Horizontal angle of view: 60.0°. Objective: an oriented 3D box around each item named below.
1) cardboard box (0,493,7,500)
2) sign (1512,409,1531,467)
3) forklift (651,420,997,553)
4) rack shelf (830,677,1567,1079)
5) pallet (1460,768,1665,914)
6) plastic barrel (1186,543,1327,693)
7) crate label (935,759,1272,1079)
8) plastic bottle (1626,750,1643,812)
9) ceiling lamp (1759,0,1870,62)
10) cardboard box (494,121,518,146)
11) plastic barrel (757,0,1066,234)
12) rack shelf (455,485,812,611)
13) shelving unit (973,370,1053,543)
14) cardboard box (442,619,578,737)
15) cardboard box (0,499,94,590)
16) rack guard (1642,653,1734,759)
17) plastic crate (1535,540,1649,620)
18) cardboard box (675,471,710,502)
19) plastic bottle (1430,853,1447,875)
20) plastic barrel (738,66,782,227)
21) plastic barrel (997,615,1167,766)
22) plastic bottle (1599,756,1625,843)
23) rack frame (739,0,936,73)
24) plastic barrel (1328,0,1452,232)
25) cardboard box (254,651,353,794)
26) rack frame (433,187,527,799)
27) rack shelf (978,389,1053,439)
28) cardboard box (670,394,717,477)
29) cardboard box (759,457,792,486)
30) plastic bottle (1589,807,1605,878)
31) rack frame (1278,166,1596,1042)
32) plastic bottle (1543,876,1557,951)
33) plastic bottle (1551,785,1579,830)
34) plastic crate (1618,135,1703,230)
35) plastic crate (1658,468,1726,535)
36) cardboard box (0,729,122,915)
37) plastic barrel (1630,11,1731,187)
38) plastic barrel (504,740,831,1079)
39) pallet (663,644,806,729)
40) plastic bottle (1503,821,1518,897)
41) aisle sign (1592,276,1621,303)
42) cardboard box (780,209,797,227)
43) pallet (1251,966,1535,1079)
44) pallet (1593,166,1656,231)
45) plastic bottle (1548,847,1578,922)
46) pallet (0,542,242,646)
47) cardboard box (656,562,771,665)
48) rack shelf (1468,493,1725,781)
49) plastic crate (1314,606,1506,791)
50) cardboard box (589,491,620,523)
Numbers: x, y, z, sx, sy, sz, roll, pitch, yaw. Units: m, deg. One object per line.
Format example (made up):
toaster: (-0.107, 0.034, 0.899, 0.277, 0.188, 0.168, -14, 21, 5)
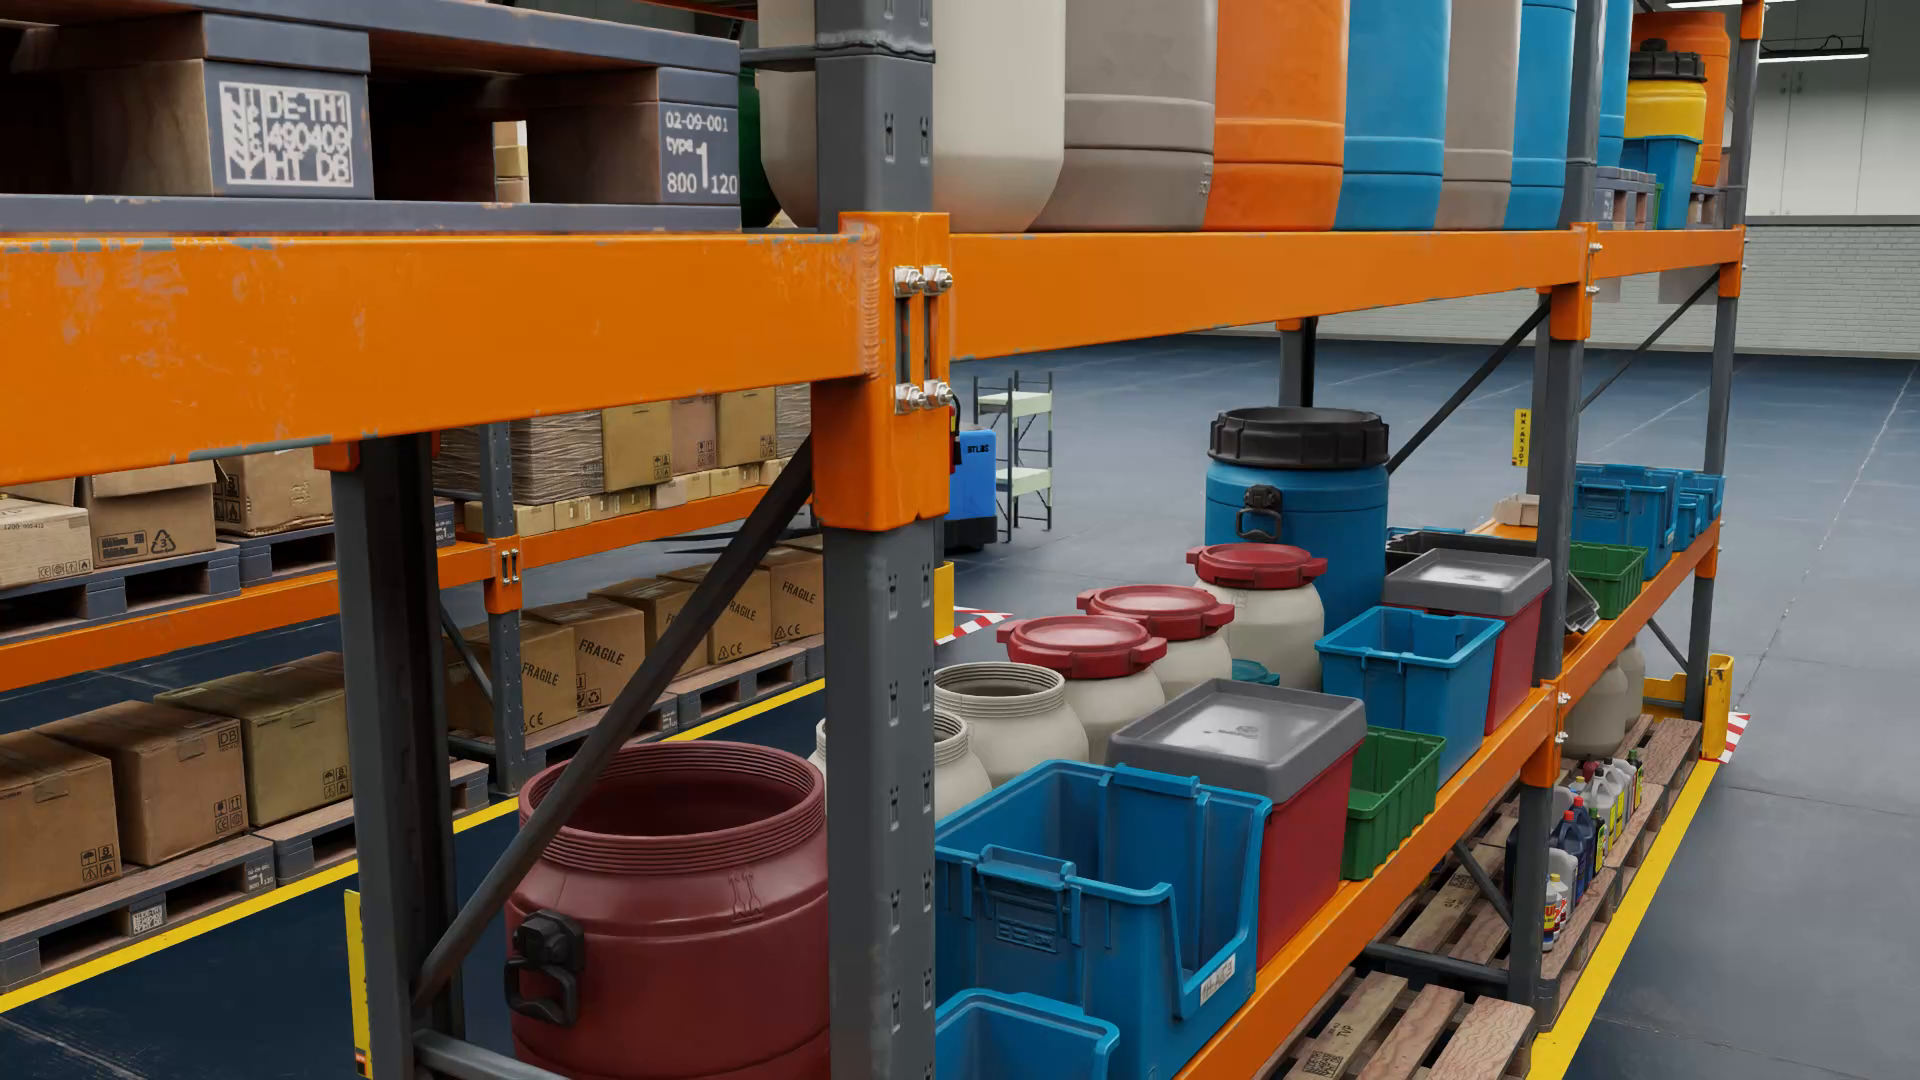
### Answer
cardboard box: (-6.446, 0.021, 11.617, 0.875, 0.875, 0.875, 7, 12, 32)
sign: (3.196, -0.580, 9.444, 0.100, 0.325, 0.005, 6, 12, 31)
forklift: (-1.215, -1.304, 14.251, 3.031, 2.935, 1.130, -6, 12, -28)
rack shelf: (0.549, 0.907, 4.210, 1.077, 0.370, 4.000, 6, 12, 31)
pallet: (2.604, 1.315, 7.653, 1.003, 0.211, 1.213, 6, 12, 31)
plastic barrel: (0.903, 0.301, 5.120, 0.433, 0.535, 0.433, 0, 11, 0)
crate label: (0.258, 0.720, 3.157, 0.502, 0.435, 0.616, 6, 12, 31)
plastic bottle: (3.040, 1.079, 7.520, 0.061, 0.283, 0.133, 7, 13, 32)
ceiling lamp: (15.563, -10.355, 30.243, 2.000, 3.185, 0.800, 6, 12, 31)
cardboard box: (-2.630, -2.245, 8.501, 0.500, 0.500, 0.500, 6, 12, 29)
plastic barrel: (-0.066, -0.681, 2.282, 0.421, 0.512, 0.421, 0, 11, 0)
rack shelf: (-1.608, -0.196, 10.098, 1.077, 0.370, 4.000, 6, 12, 31)
shelving unit: (0.492, -0.784, 15.361, 0.431, 1.500, 0.755, 7, 13, 32)
cardboard box: (-2.404, 0.729, 8.859, 0.500, 0.500, 0.500, 6, 12, 29)
cardboard box: (-3.656, 0.020, 6.257, 0.500, 0.250, 0.500, 6, 12, 29)
rack guard: (3.665, 0.855, 9.327, 1.175, 0.500, 0.348, 6, 12, 31)
plastic crate: (2.533, 0.156, 6.840, 0.450, 0.188, 0.662, 6, 12, 31)
cardboard box: (-1.649, -0.315, 9.465, 0.380, 0.149, 0.250, 6, 12, 31)
plastic bottle: (1.915, 1.212, 6.829, 0.152, 0.276, 0.135, 6, 12, 31)
plastic barrel: (-0.405, -0.574, 2.436, 0.294, 0.245, 0.294, 0, 11, 0)
plastic barrel: (0.298, 0.485, 4.140, 0.433, 0.535, 0.433, 0, 11, 0)
plastic bottle: (2.776, 1.111, 7.166, 0.144, 0.351, 0.185, 7, 13, 33)
rack frame: (-0.489, -2.081, 1.912, 1.000, 3.000, 0.127, 6, 12, 31)
plastic barrel: (0.830, -1.176, 3.865, 0.600, 0.901, 0.708, 6, 12, 31)
cardboard box: (-2.983, 0.872, 8.037, 0.700, 0.500, 0.500, 5, 12, 26)
rack frame: (-2.646, -0.235, 8.352, 1.000, 3.000, 0.127, 6, 12, 31)
rack shelf: (0.492, -1.167, 15.289, 0.431, 0.370, 0.720, 7, 13, 32)
cardboard box: (-1.896, -0.658, 9.535, 0.875, 0.500, 0.500, 6, 12, 31)
cardboard box: (-1.230, -0.430, 10.077, 0.380, 0.149, 0.250, 6, 12, 31)
plastic bottle: (2.580, 1.218, 6.776, 0.061, 0.283, 0.133, 7, 13, 33)
rack frame: (1.587, 0.239, 5.824, 1.000, 3.000, 0.127, 6, 12, 31)
plastic bottle: (2.127, 1.355, 6.079, 0.097, 0.271, 0.097, 0, 11, 0)
plastic bottle: (2.540, 1.167, 7.071, 0.152, 0.276, 0.135, 6, 12, 31)
plastic crate: (2.931, -1.528, 7.154, 0.392, 0.384, 0.575, 6, 12, 31)
plastic crate: (3.660, -0.210, 8.625, 0.499, 0.251, 0.616, 6, 12, 31)
cardboard box: (-3.826, 1.121, 6.706, 0.700, 0.500, 0.500, 8, 13, 35)
plastic barrel: (3.520, -2.194, 8.357, 0.600, 0.830, 0.708, 6, 12, 31)
plastic barrel: (-0.507, 0.699, 2.996, 0.600, 0.536, 0.708, 6, 12, 31)
pallet: (-1.695, 0.834, 10.220, 1.003, 0.211, 1.213, 6, 12, 31)
plastic bottle: (2.238, 1.223, 6.568, 0.144, 0.351, 0.185, 6, 12, 31)
aisle sign: (3.451, -1.708, 9.155, 0.394, 0.787, 0.004, 6, 12, 31)
cardboard box: (-1.132, -2.006, 10.068, 0.500, 0.250, 0.500, 7, 13, 32)
pallet: (1.213, 1.736, 5.401, 1.003, 0.211, 1.213, 6, 12, 31)
pallet: (1.878, -1.266, 6.222, 1.213, 0.211, 1.003, 6, 12, 31)
plastic bottle: (2.272, 1.299, 6.364, 0.152, 0.276, 0.135, 7, 13, 33)
pallet: (-3.730, 0.173, 6.693, 1.003, 0.211, 1.213, 6, 12, 31)
cardboard box: (-1.530, 0.449, 10.352, 0.500, 0.500, 0.500, 8, 13, 36)
rack shelf: (2.626, 0.278, 7.571, 1.077, 0.370, 4.000, 6, 12, 31)
plastic crate: (1.280, 0.450, 4.740, 0.392, 0.384, 0.575, 6, 12, 31)
cardboard box: (-2.030, -0.196, 8.830, 0.380, 0.149, 0.250, 6, 12, 31)
